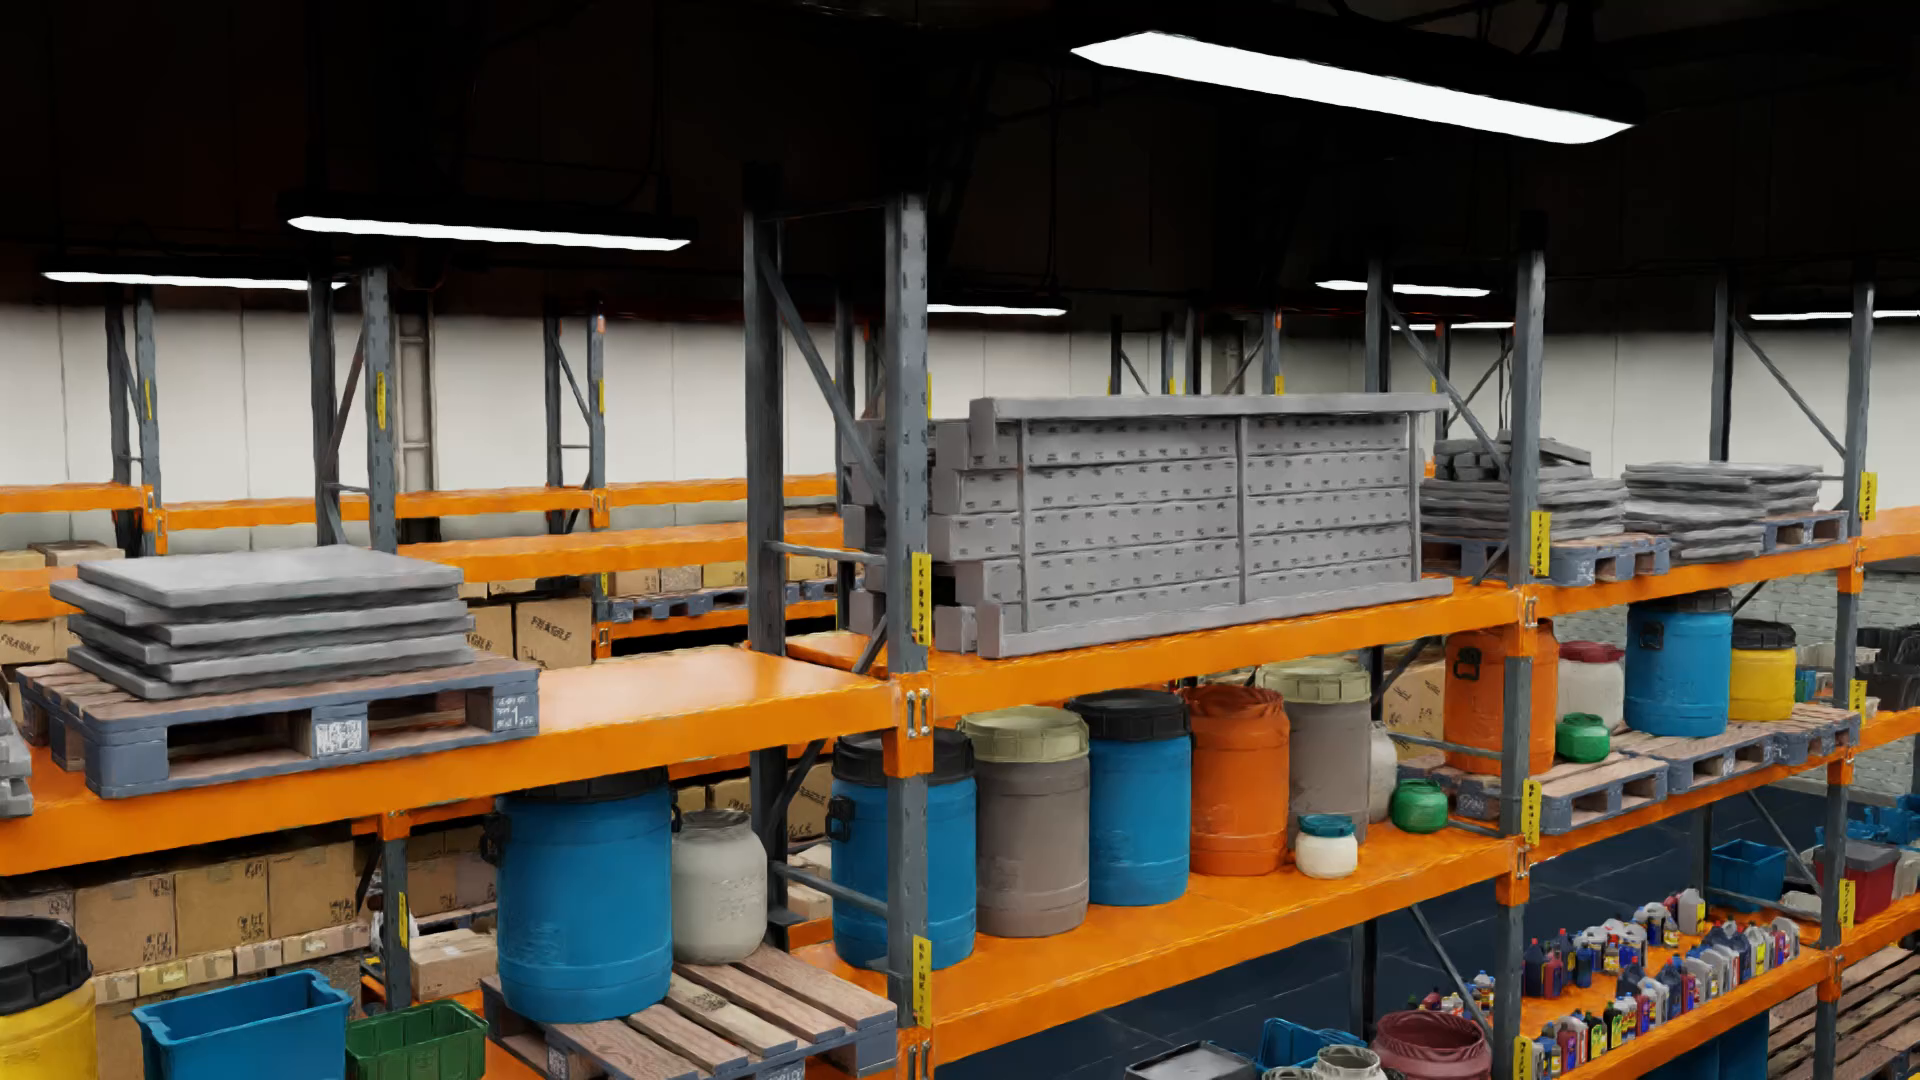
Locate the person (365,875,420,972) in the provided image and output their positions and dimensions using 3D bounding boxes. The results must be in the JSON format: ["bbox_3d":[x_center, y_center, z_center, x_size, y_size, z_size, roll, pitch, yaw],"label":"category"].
[{"bbox_3d":[-4.066,3.199,12.114,0.525,1.629,0.592,-5,7,-42],"label":"person"}]
